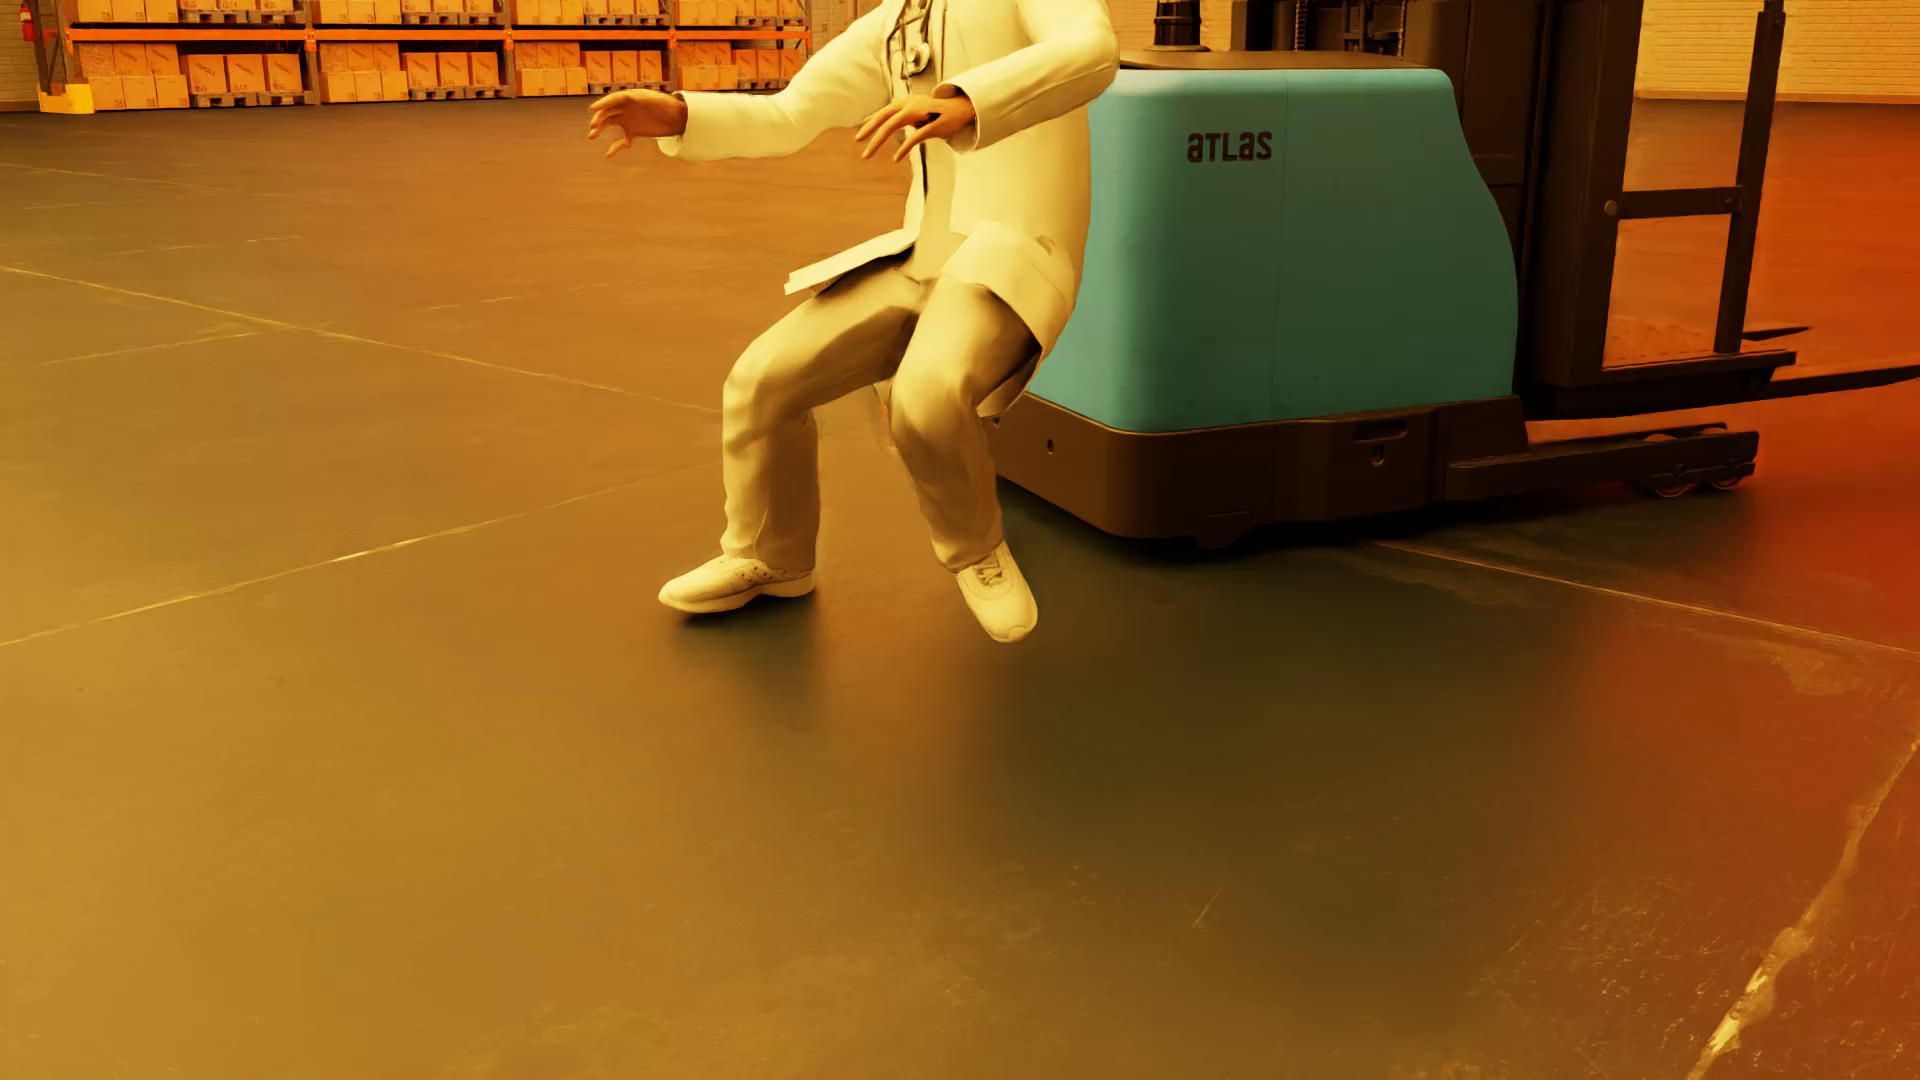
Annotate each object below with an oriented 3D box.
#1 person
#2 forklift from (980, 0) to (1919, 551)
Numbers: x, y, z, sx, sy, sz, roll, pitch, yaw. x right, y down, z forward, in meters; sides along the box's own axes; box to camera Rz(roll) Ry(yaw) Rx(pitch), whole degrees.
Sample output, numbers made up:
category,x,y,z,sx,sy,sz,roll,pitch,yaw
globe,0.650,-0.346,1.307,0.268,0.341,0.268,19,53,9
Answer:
category,x,y,z,sx,sy,sz,roll,pitch,yaw
person,-0.186,-0.524,3.012,0.818,1.539,0.912,-12,21,-34
forklift,1.539,-1.642,4.305,3.031,2.935,1.130,-7,18,-23
